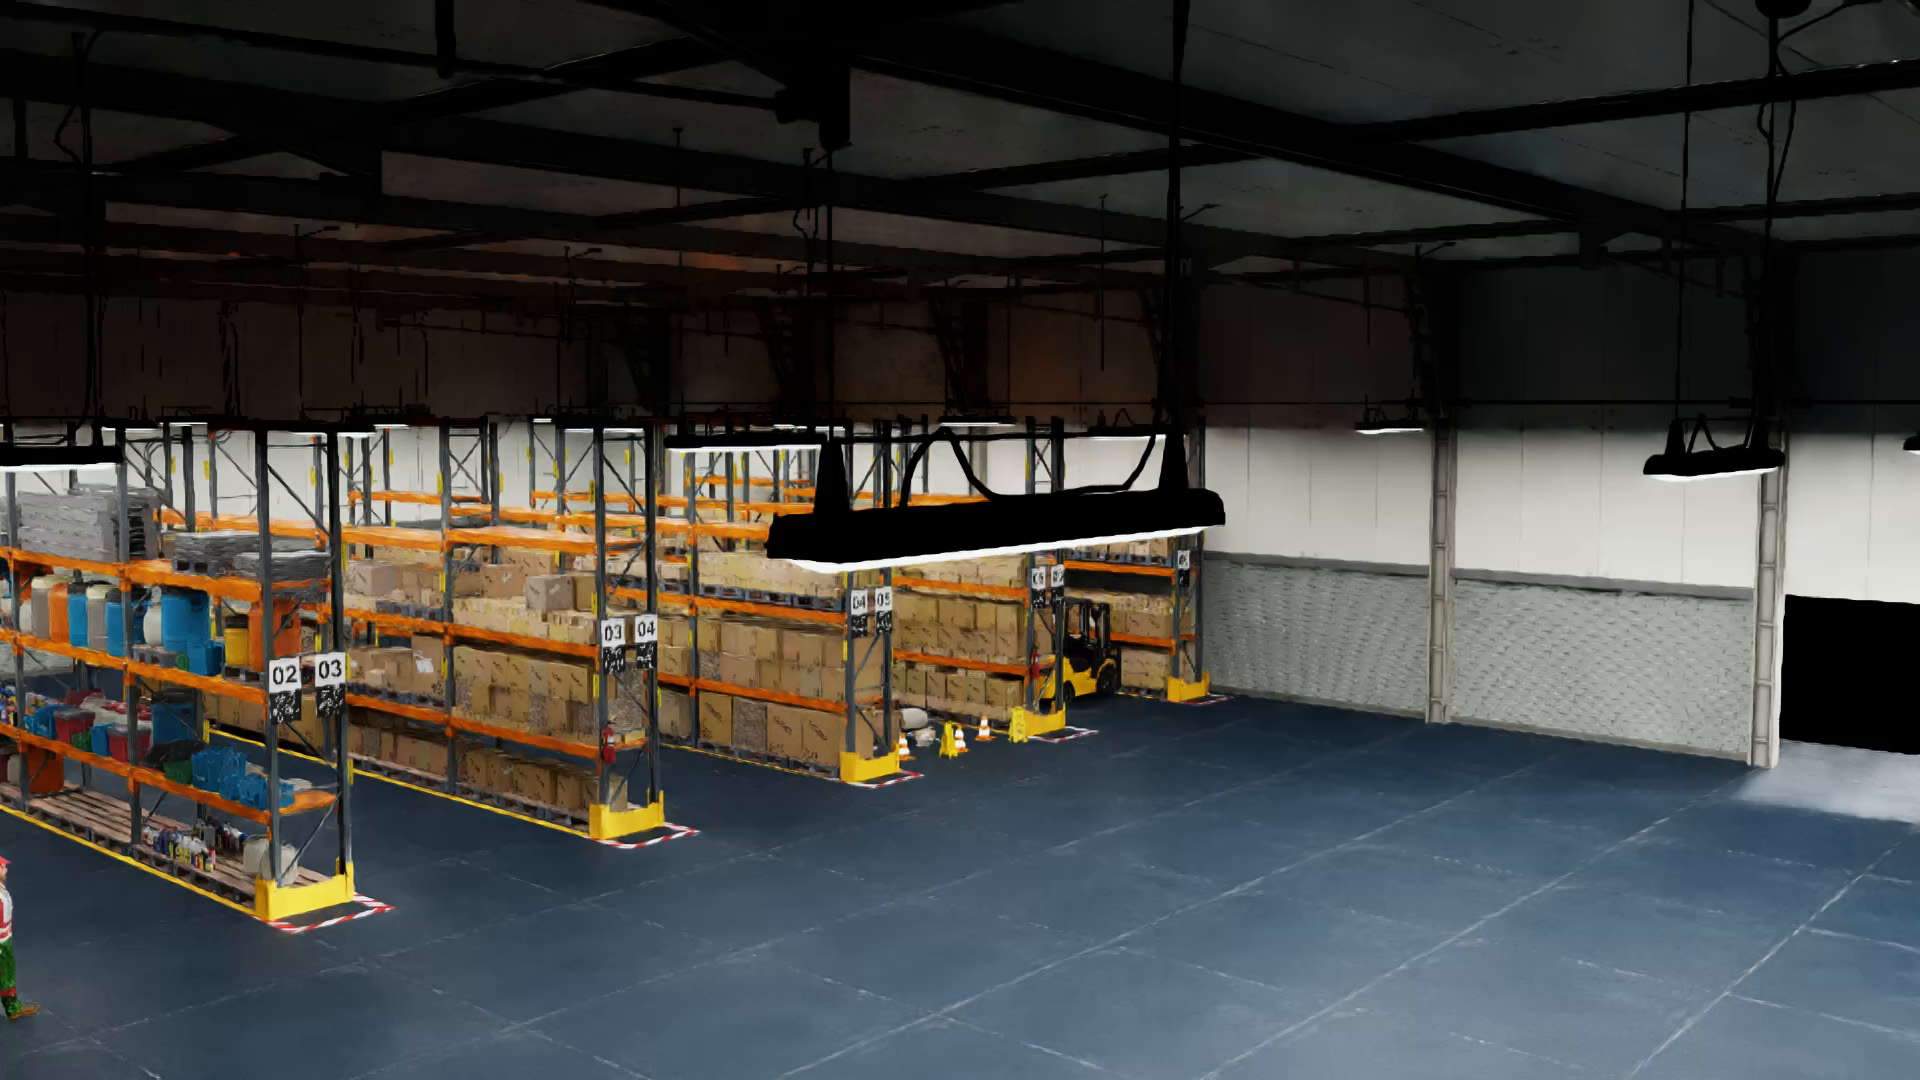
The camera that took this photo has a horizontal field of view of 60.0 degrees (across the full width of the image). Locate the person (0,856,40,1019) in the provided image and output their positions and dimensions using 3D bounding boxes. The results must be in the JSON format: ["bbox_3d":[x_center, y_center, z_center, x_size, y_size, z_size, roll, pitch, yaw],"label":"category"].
[{"bbox_3d":[-9.720,4.033,16.774,0.531,1.780,0.716,-1,5,-11],"label":"person"}]

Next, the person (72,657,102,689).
[{"bbox_3d":[-18.207,2.593,34.709,0.577,1.738,0.915,-2,5,-24],"label":"person"}]
